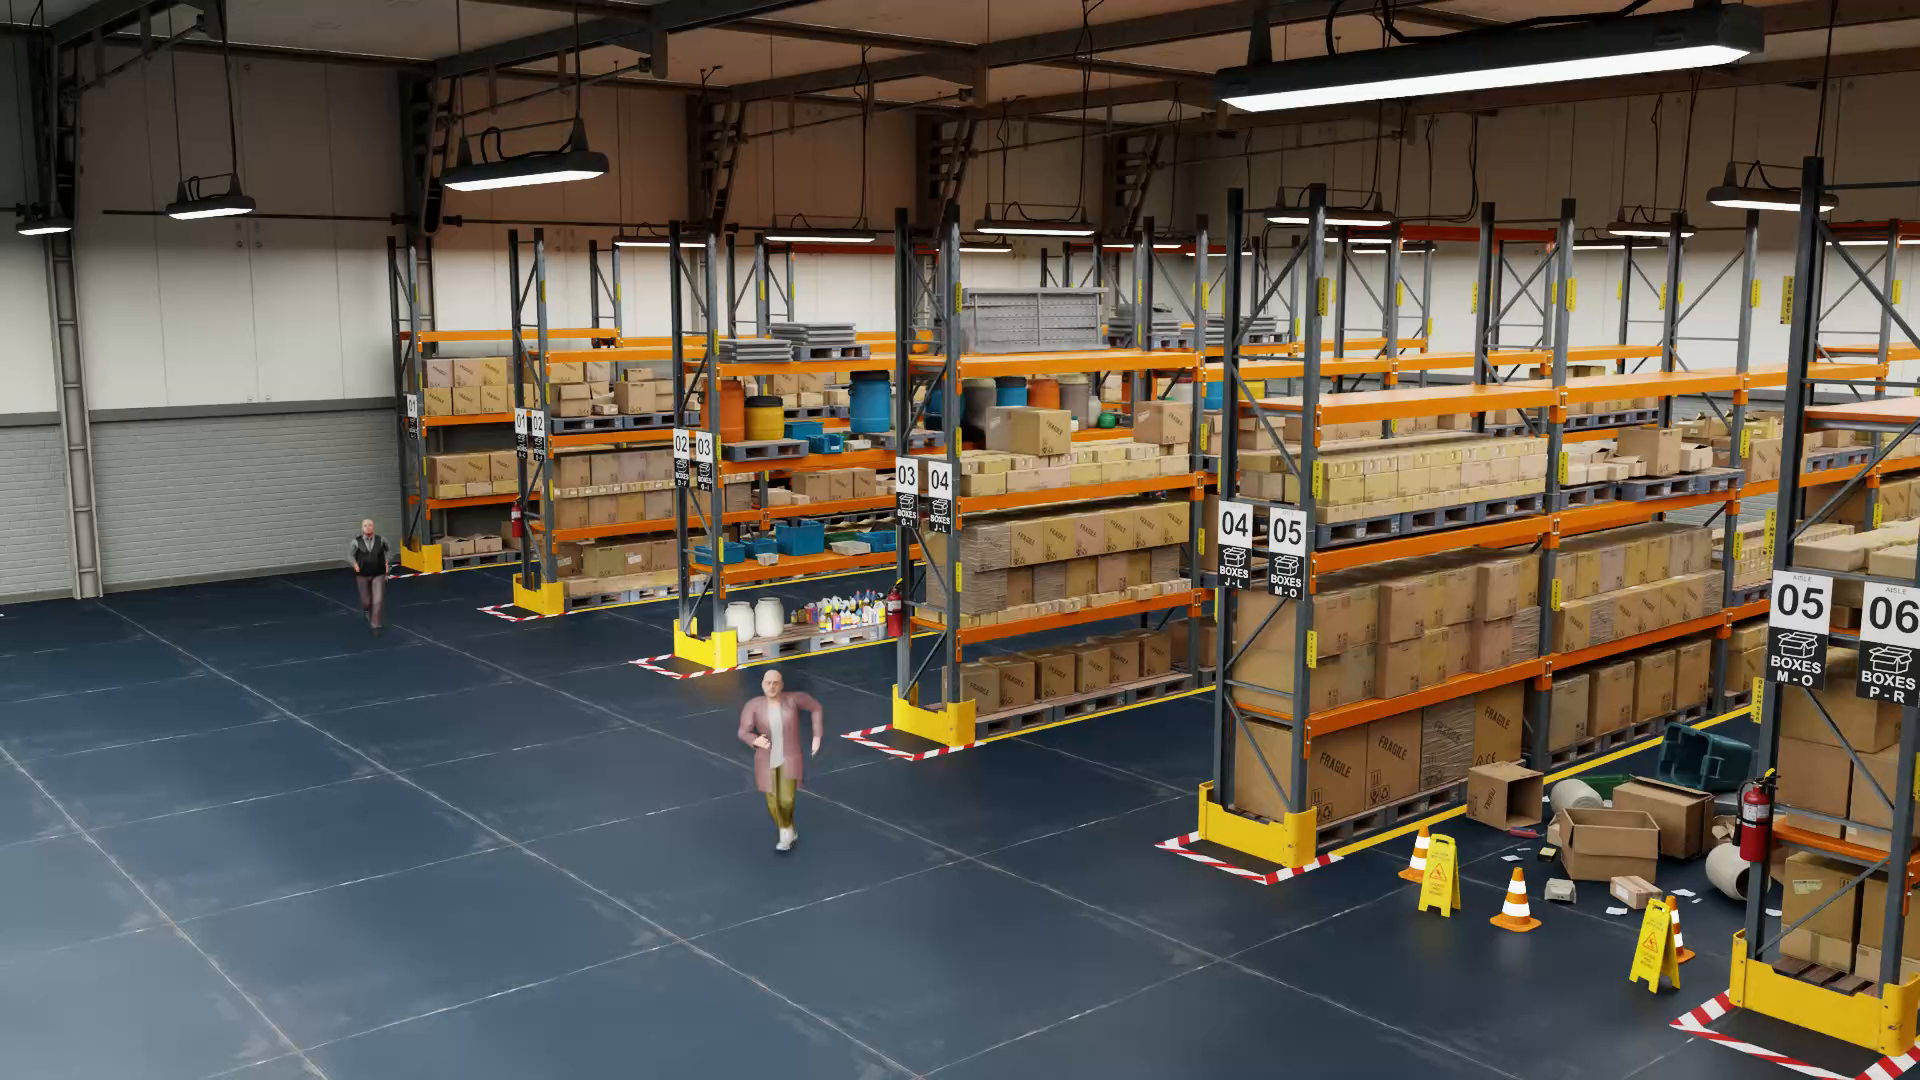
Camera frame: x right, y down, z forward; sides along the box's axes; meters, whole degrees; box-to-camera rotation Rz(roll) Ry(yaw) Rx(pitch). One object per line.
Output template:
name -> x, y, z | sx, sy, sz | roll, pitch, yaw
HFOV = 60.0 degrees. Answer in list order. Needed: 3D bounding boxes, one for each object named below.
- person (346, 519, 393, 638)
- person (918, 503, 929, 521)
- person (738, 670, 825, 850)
person -> -8.762, 0.544, 24.744 | 0.662, 1.719, 0.864 | -3, 9, -21
person -> -0.722, -1.052, 35.322 | 0.737, 1.650, 0.576 | -8, 12, -40
person -> -1.618, 2.016, 15.005 | 0.754, 1.713, 0.793 | 0, 9, 0
